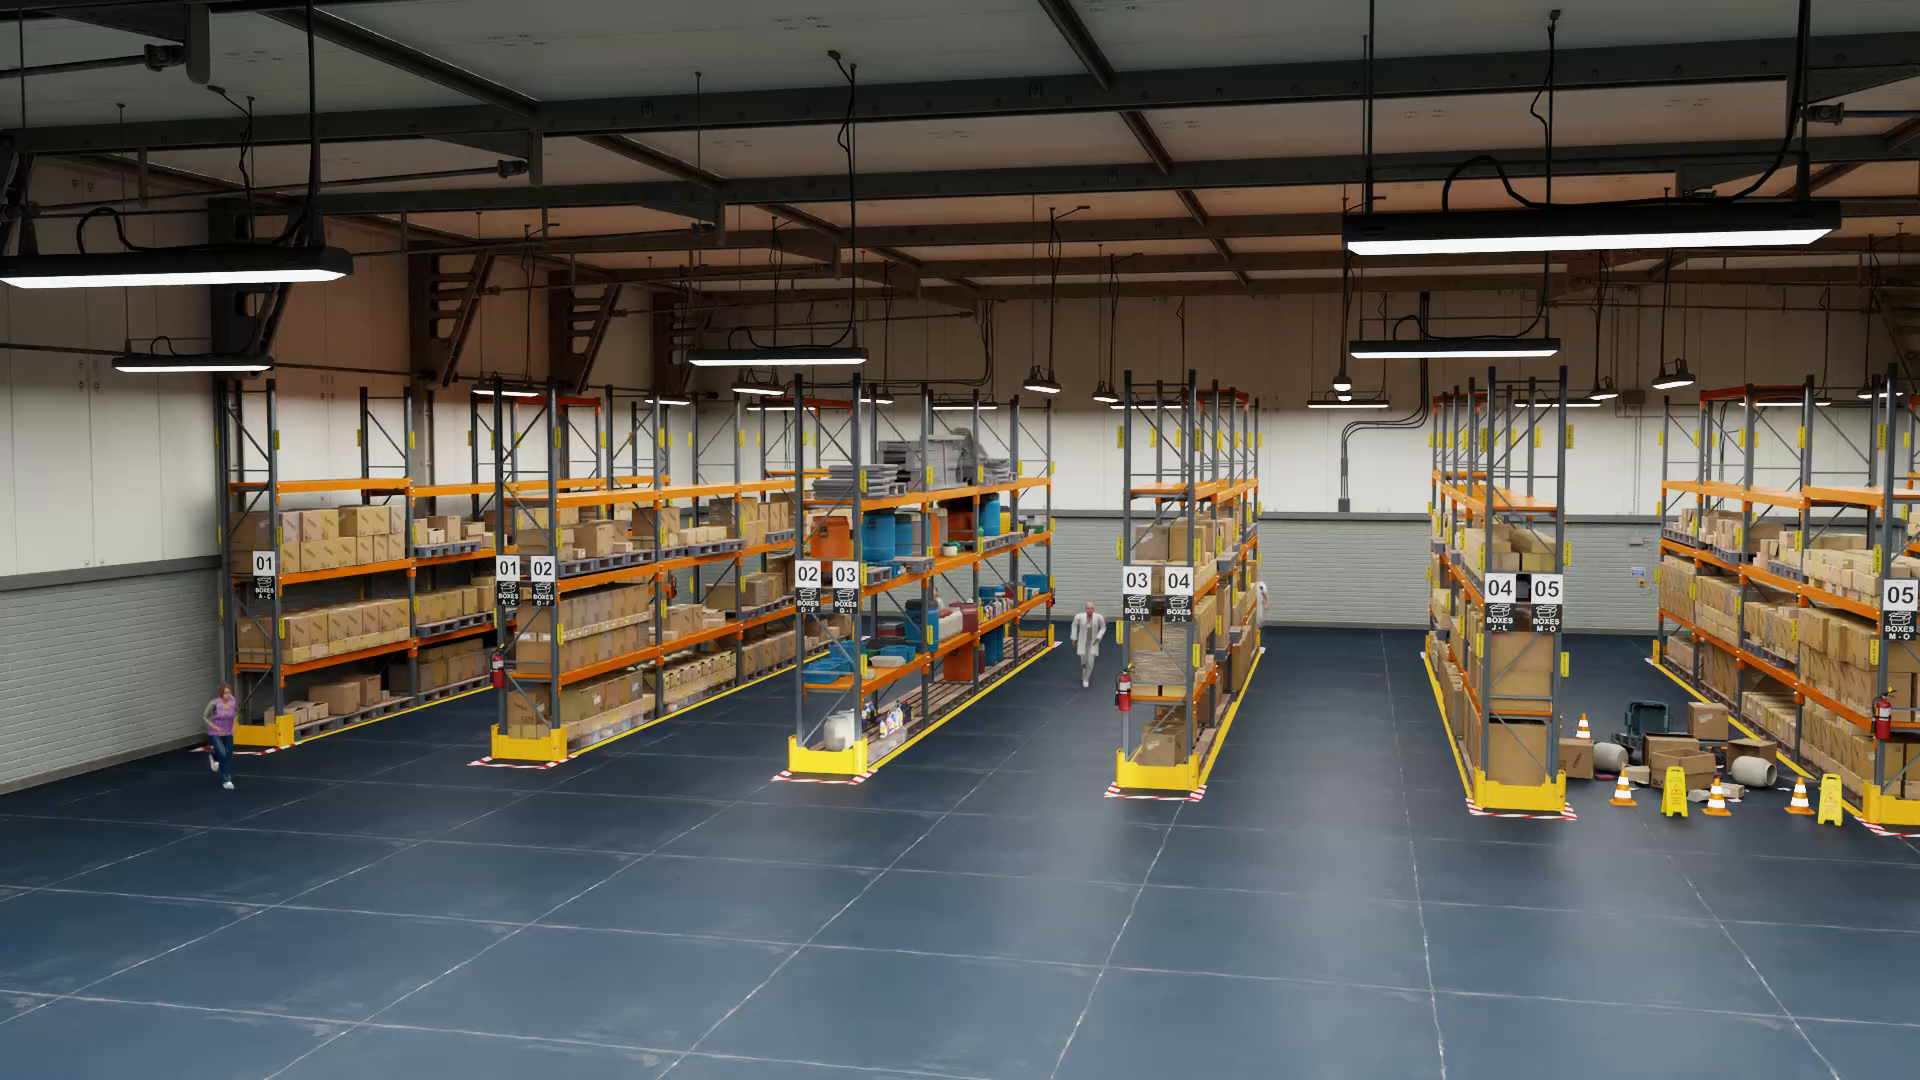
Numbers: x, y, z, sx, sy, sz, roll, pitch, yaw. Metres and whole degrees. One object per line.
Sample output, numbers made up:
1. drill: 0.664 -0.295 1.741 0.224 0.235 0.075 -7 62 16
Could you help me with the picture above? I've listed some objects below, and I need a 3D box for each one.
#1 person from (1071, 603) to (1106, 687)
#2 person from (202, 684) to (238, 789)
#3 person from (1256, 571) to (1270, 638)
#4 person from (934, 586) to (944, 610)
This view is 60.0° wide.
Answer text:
1. person: 2.621 2.116 33.939 0.704 1.714 0.716 0 3 -2
2. person: -10.683 2.821 23.990 0.534 1.541 0.750 -3 5 -41
3. person: 7.522 1.615 42.410 0.721 1.693 0.856 0 3 1
4. person: -0.640 1.877 38.170 0.552 1.630 0.622 1 3 9
